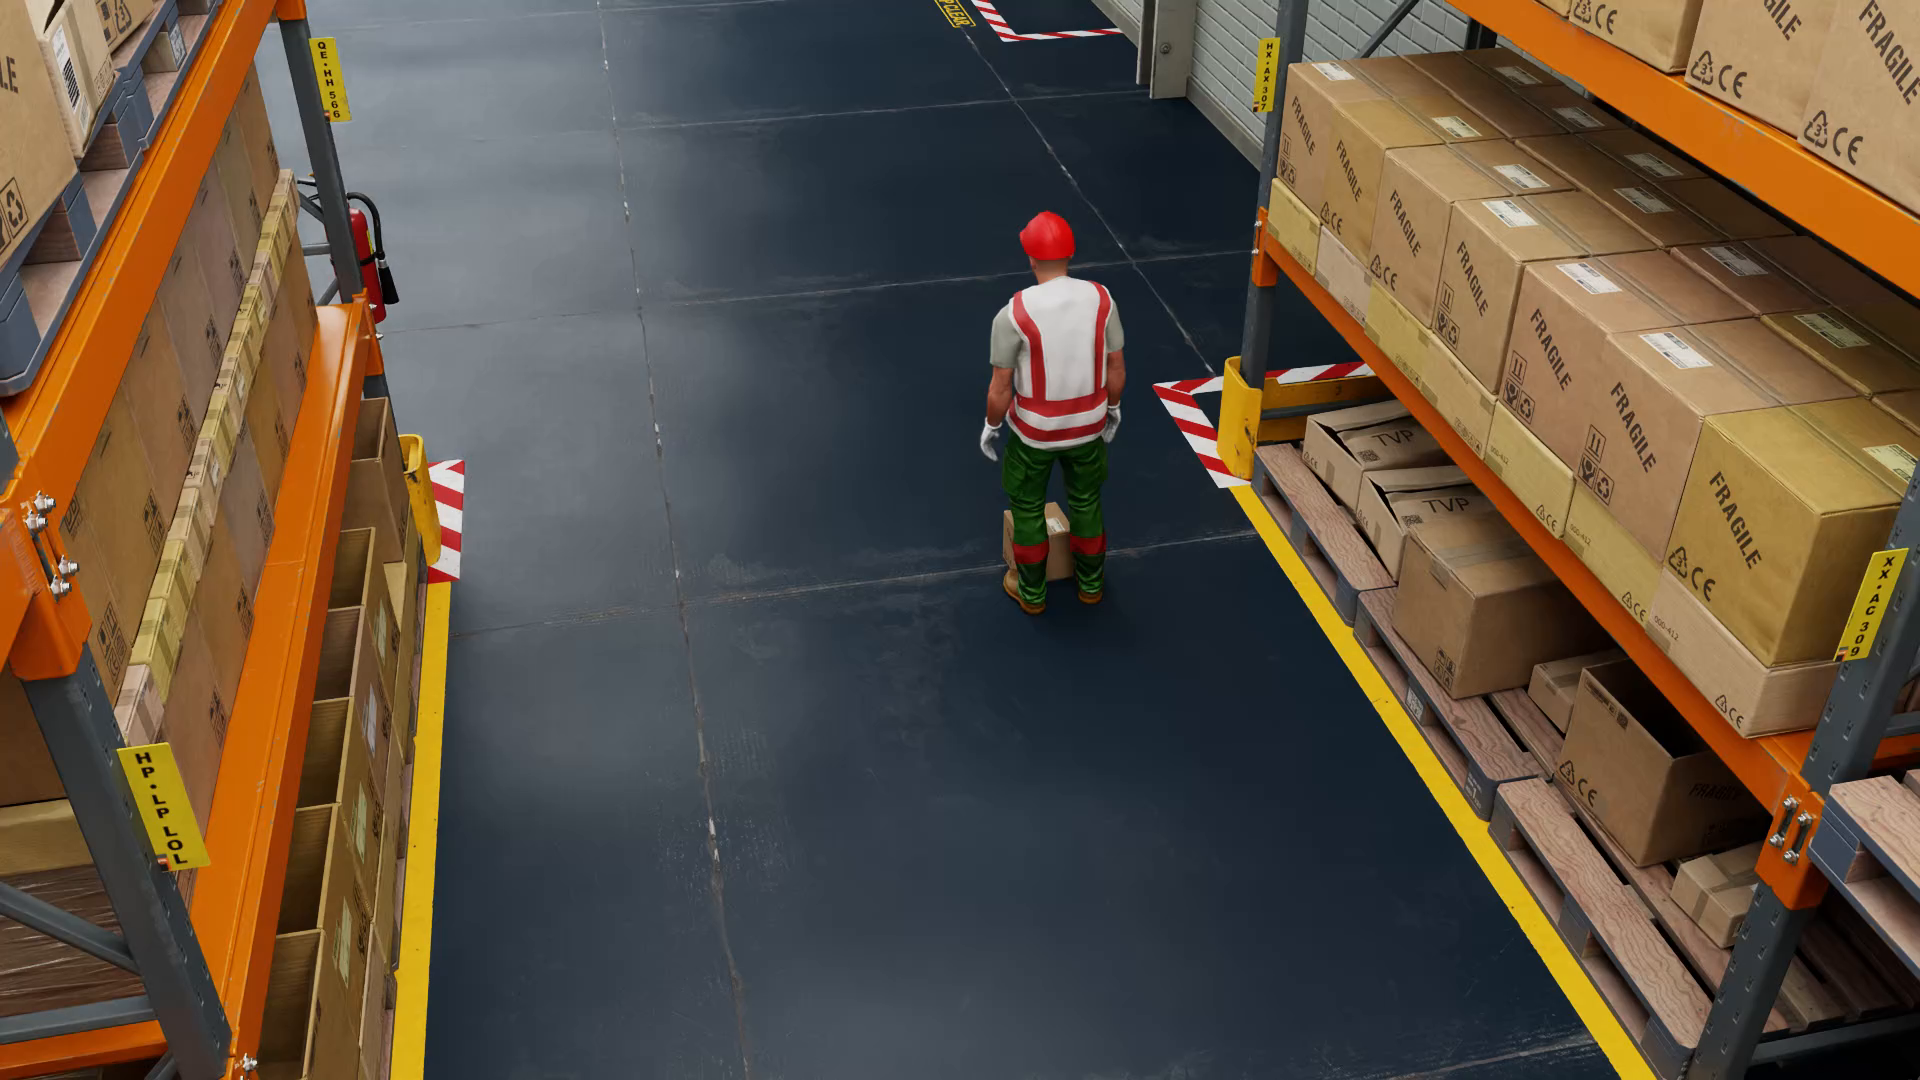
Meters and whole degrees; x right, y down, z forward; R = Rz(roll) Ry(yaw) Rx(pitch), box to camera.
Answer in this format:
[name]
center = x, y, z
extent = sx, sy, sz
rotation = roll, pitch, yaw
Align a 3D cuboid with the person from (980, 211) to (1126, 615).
[person]
center = 0.382, -0.489, 6.852
extent = 0.620, 1.780, 0.446
rotation = -9, 35, -13
